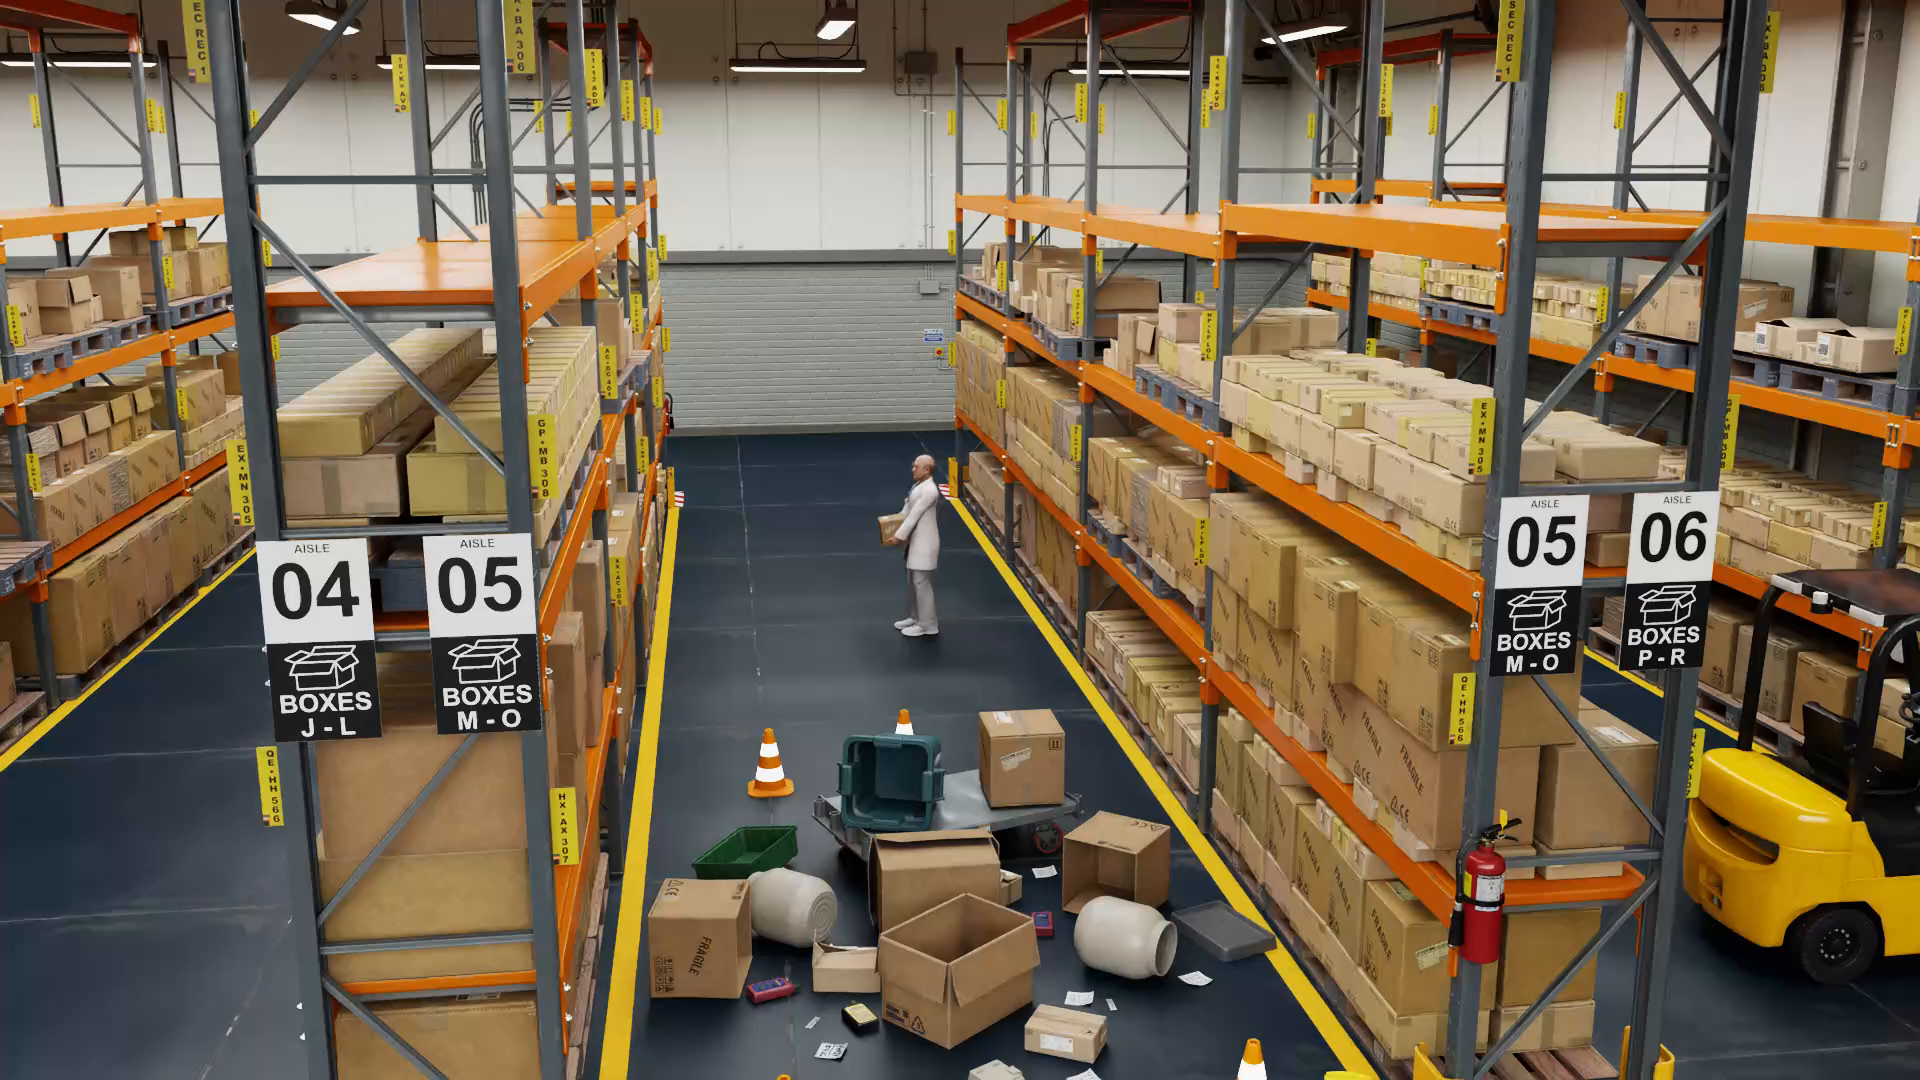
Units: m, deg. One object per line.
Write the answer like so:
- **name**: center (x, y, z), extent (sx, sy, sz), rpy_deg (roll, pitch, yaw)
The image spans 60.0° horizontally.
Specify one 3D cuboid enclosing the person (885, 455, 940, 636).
- **person**: center (-0.476, 0.045, 16.329), extent (0.556, 1.780, 0.522), rpy_deg (-2, 13, -9)
